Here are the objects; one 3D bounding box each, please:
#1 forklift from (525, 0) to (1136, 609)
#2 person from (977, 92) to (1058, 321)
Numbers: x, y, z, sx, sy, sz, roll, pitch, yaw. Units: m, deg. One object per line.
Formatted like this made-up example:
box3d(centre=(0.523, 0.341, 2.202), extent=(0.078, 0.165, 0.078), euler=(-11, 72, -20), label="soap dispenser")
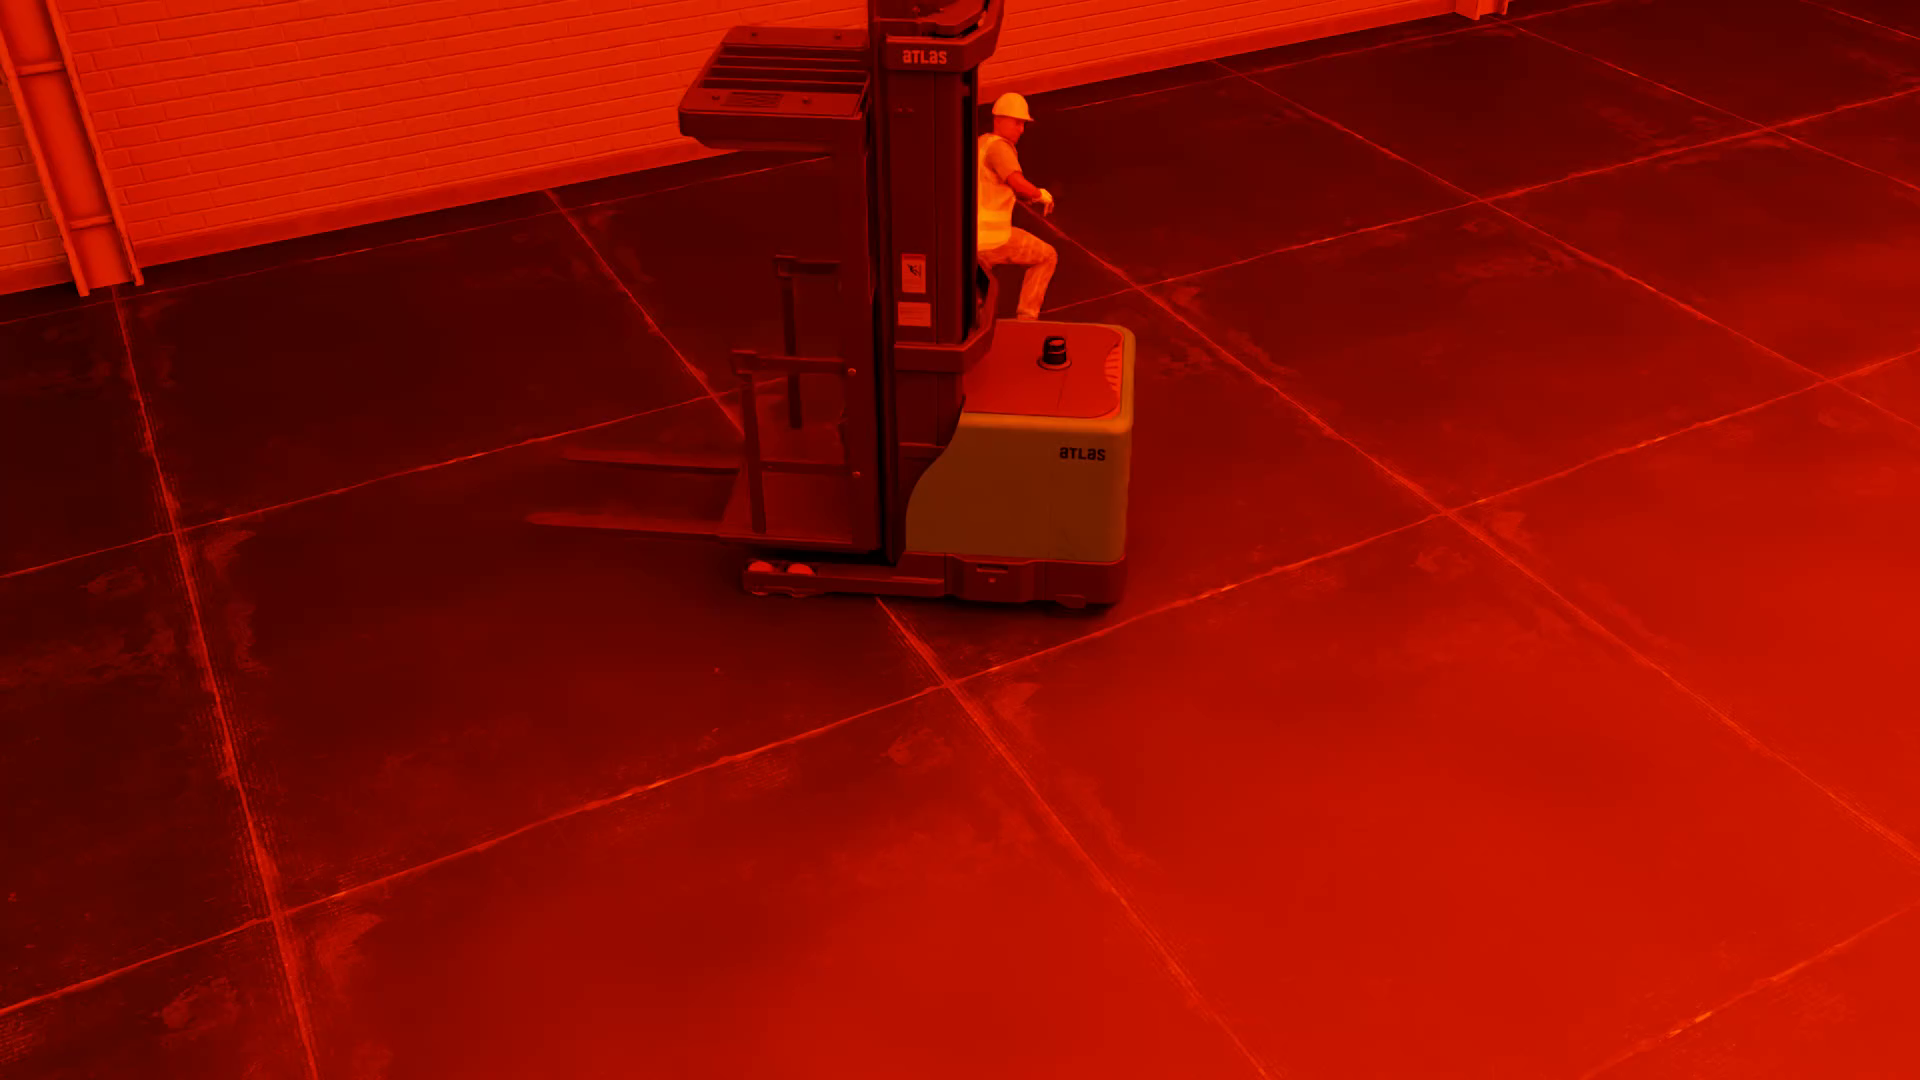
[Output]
box3d(centre=(-0.661, -1.210, 7.835), extent=(3.031, 2.935, 1.130), euler=(3, 35, 5), label="forklift")
box3d(centre=(0.304, -1.973, 10.197), extent=(0.879, 1.529, 0.865), euler=(-21, 40, -27), label="person")
